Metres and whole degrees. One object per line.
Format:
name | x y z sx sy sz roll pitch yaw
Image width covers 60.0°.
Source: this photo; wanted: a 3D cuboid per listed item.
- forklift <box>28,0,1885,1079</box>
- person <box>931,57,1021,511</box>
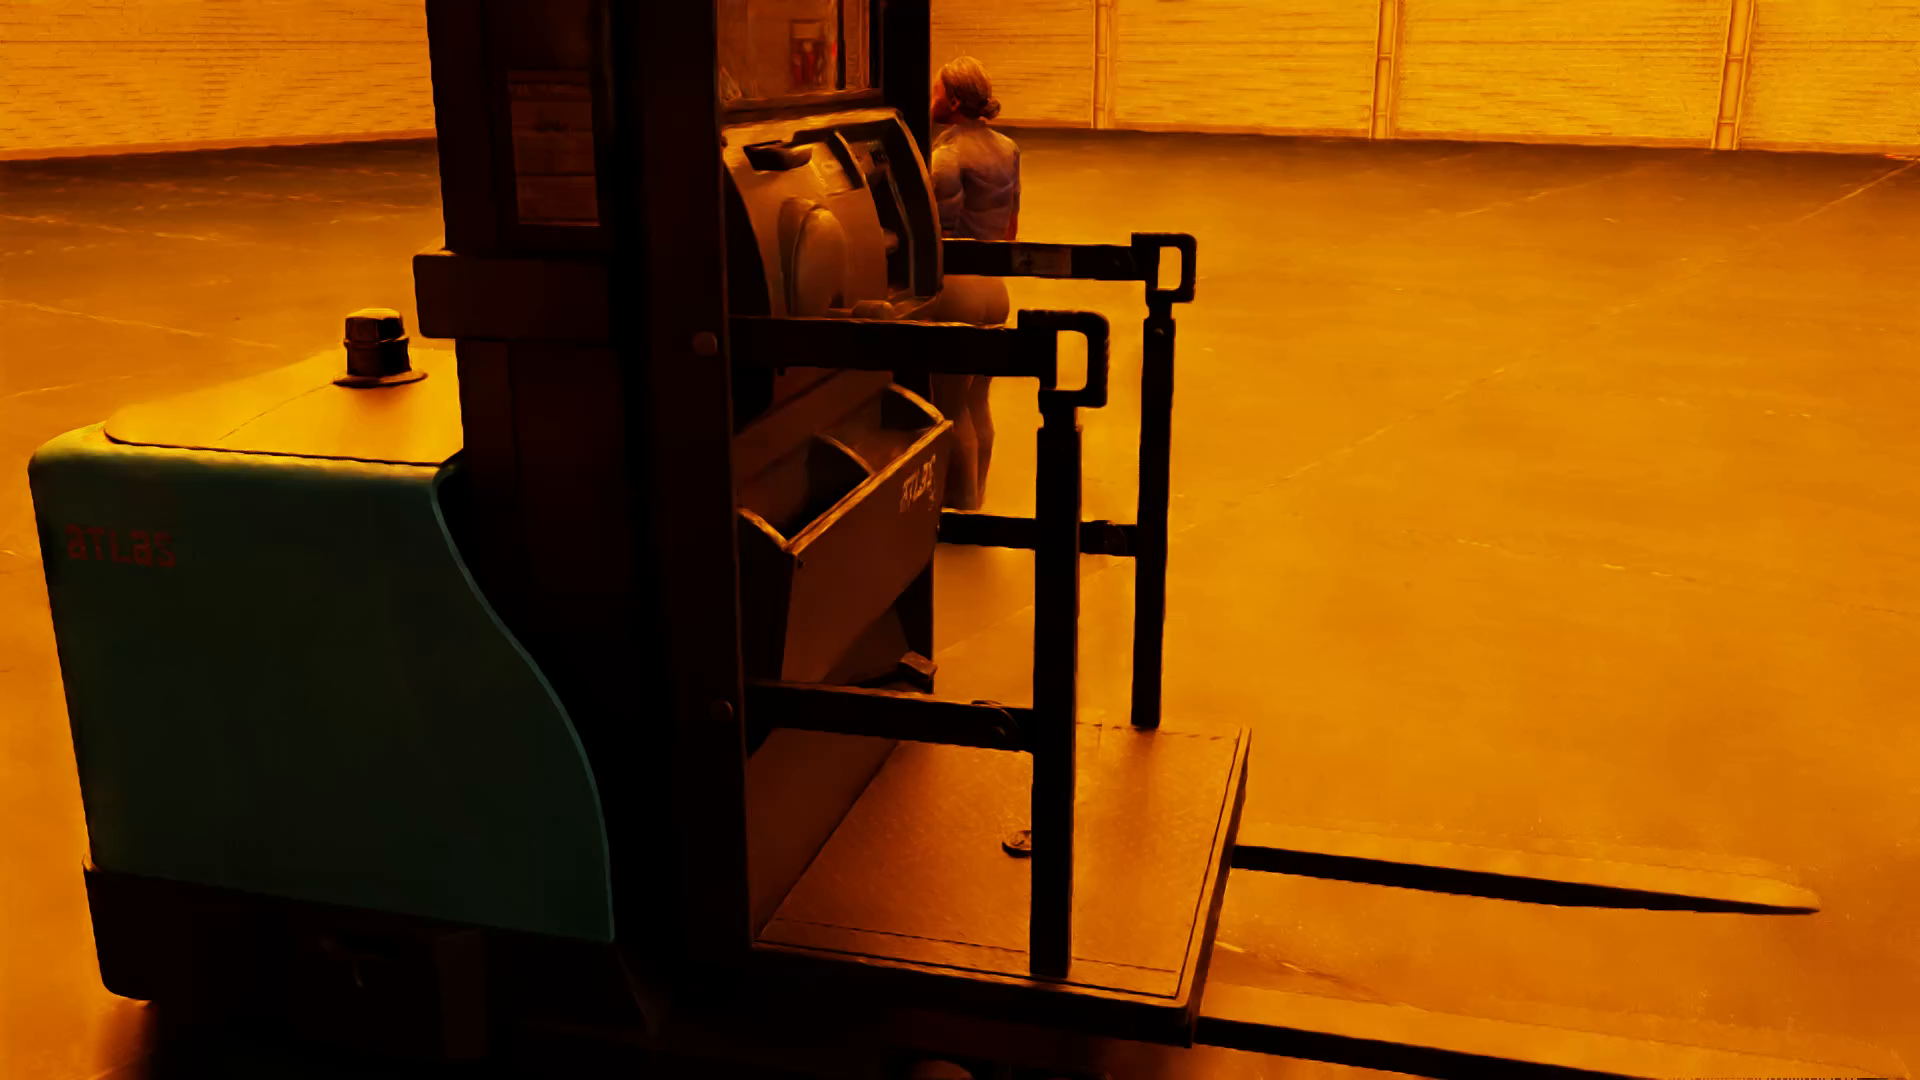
forklift | 0.004 -0.564 2.718 3.031 2.935 1.130 4 17 14
person | -0.061 -0.818 5.773 0.503 1.654 0.570 11 20 33
